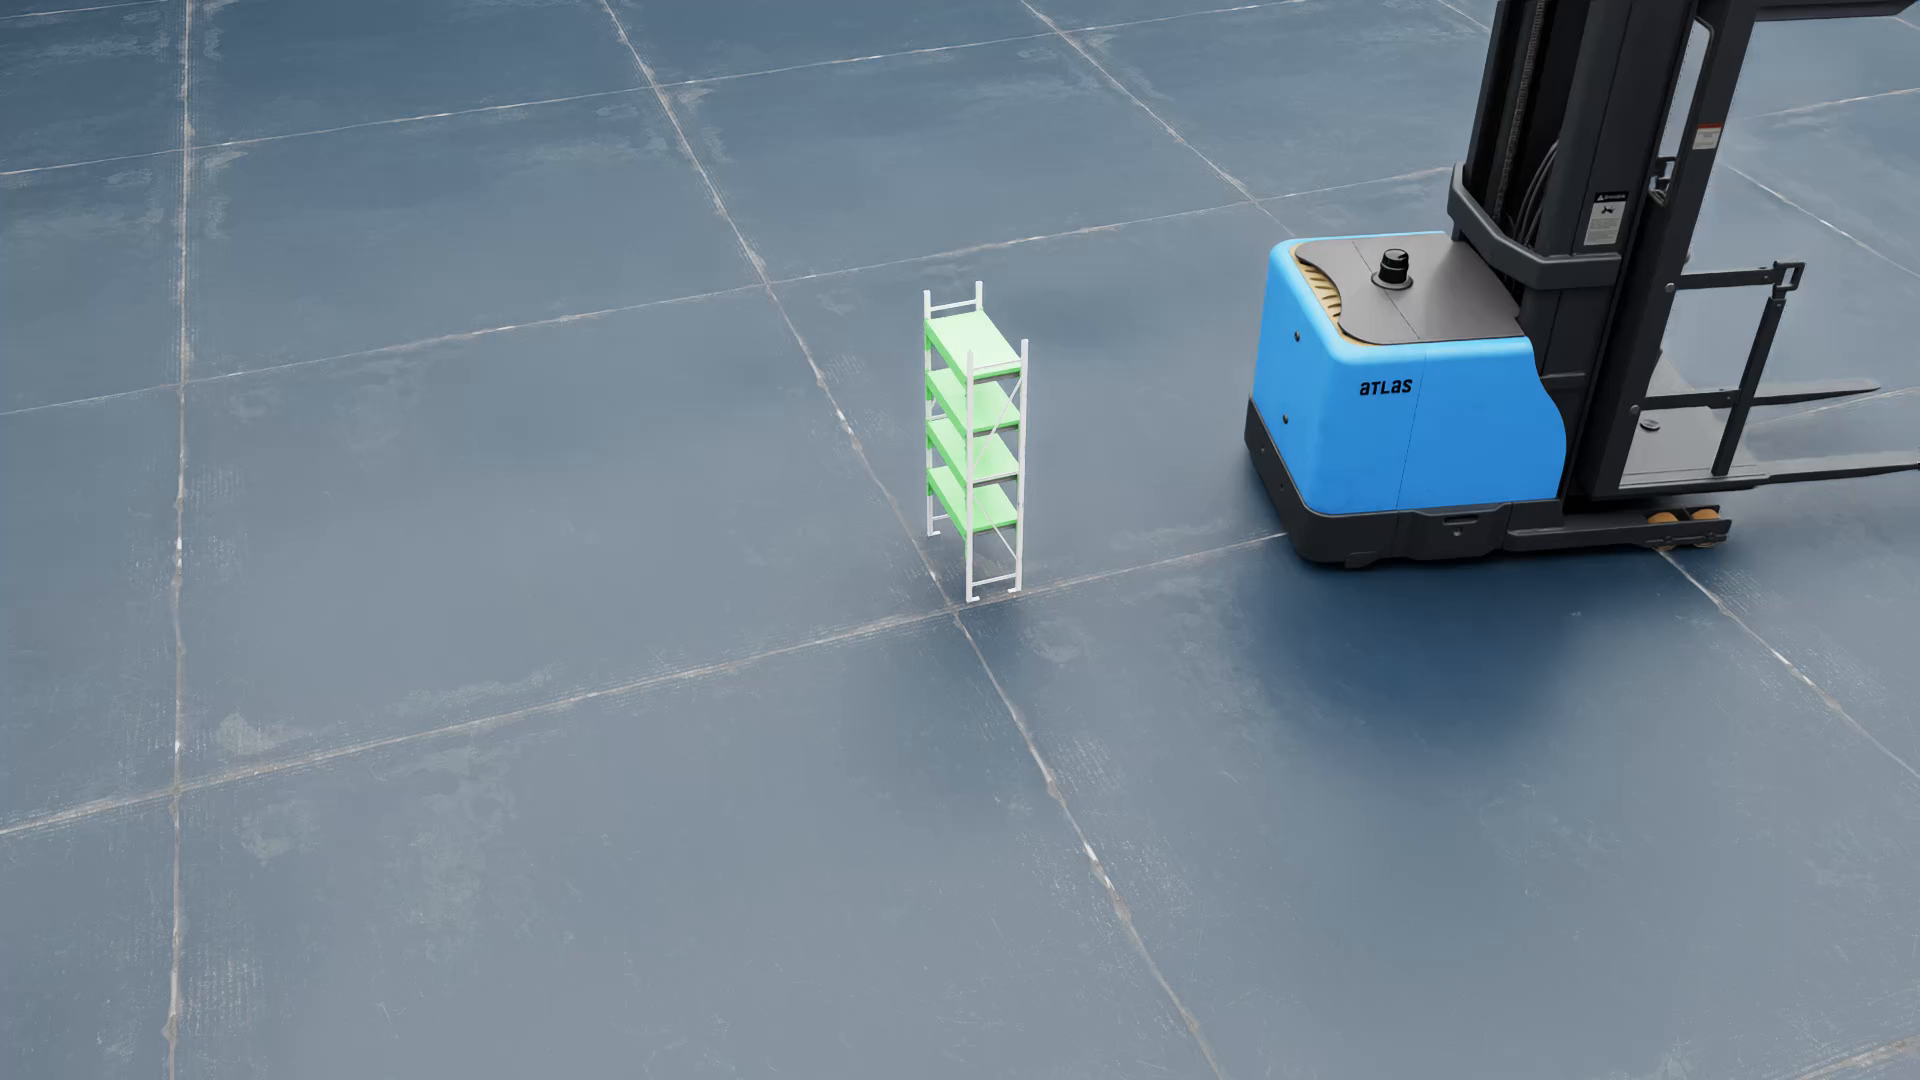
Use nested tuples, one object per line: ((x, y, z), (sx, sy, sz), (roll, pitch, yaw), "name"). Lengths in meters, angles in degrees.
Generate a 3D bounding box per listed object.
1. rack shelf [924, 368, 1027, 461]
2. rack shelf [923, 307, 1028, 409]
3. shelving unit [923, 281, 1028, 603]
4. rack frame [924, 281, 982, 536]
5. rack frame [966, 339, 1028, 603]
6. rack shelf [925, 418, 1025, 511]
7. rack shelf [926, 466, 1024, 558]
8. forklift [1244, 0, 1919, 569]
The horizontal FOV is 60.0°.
((0.057, -0.526, 6.659), (0.258, 0.148, 0.480), (-12, 39, -16), "rack shelf")
((0.057, -0.718, 6.515), (0.258, 0.148, 0.480), (-12, 39, -16), "rack shelf")
((0.057, -0.386, 6.765), (0.258, 1.200, 0.503), (-12, 39, -16), "shelving unit")
((-0.027, -0.524, 6.948), (0.240, 1.200, 0.015), (-12, 39, -16), "rack frame")
((0.141, -0.248, 6.582), (0.240, 1.200, 0.015), (-12, 39, -16), "rack frame")
((0.057, -0.335, 6.803), (0.258, 0.148, 0.480), (-12, 39, -16), "rack shelf")
((0.057, -0.143, 6.948), (0.258, 0.148, 0.480), (-12, 39, -16), "rack shelf")
((2.880, -1.436, 6.720), (3.031, 2.935, 1.130), (-4, 37, -6), "forklift")
